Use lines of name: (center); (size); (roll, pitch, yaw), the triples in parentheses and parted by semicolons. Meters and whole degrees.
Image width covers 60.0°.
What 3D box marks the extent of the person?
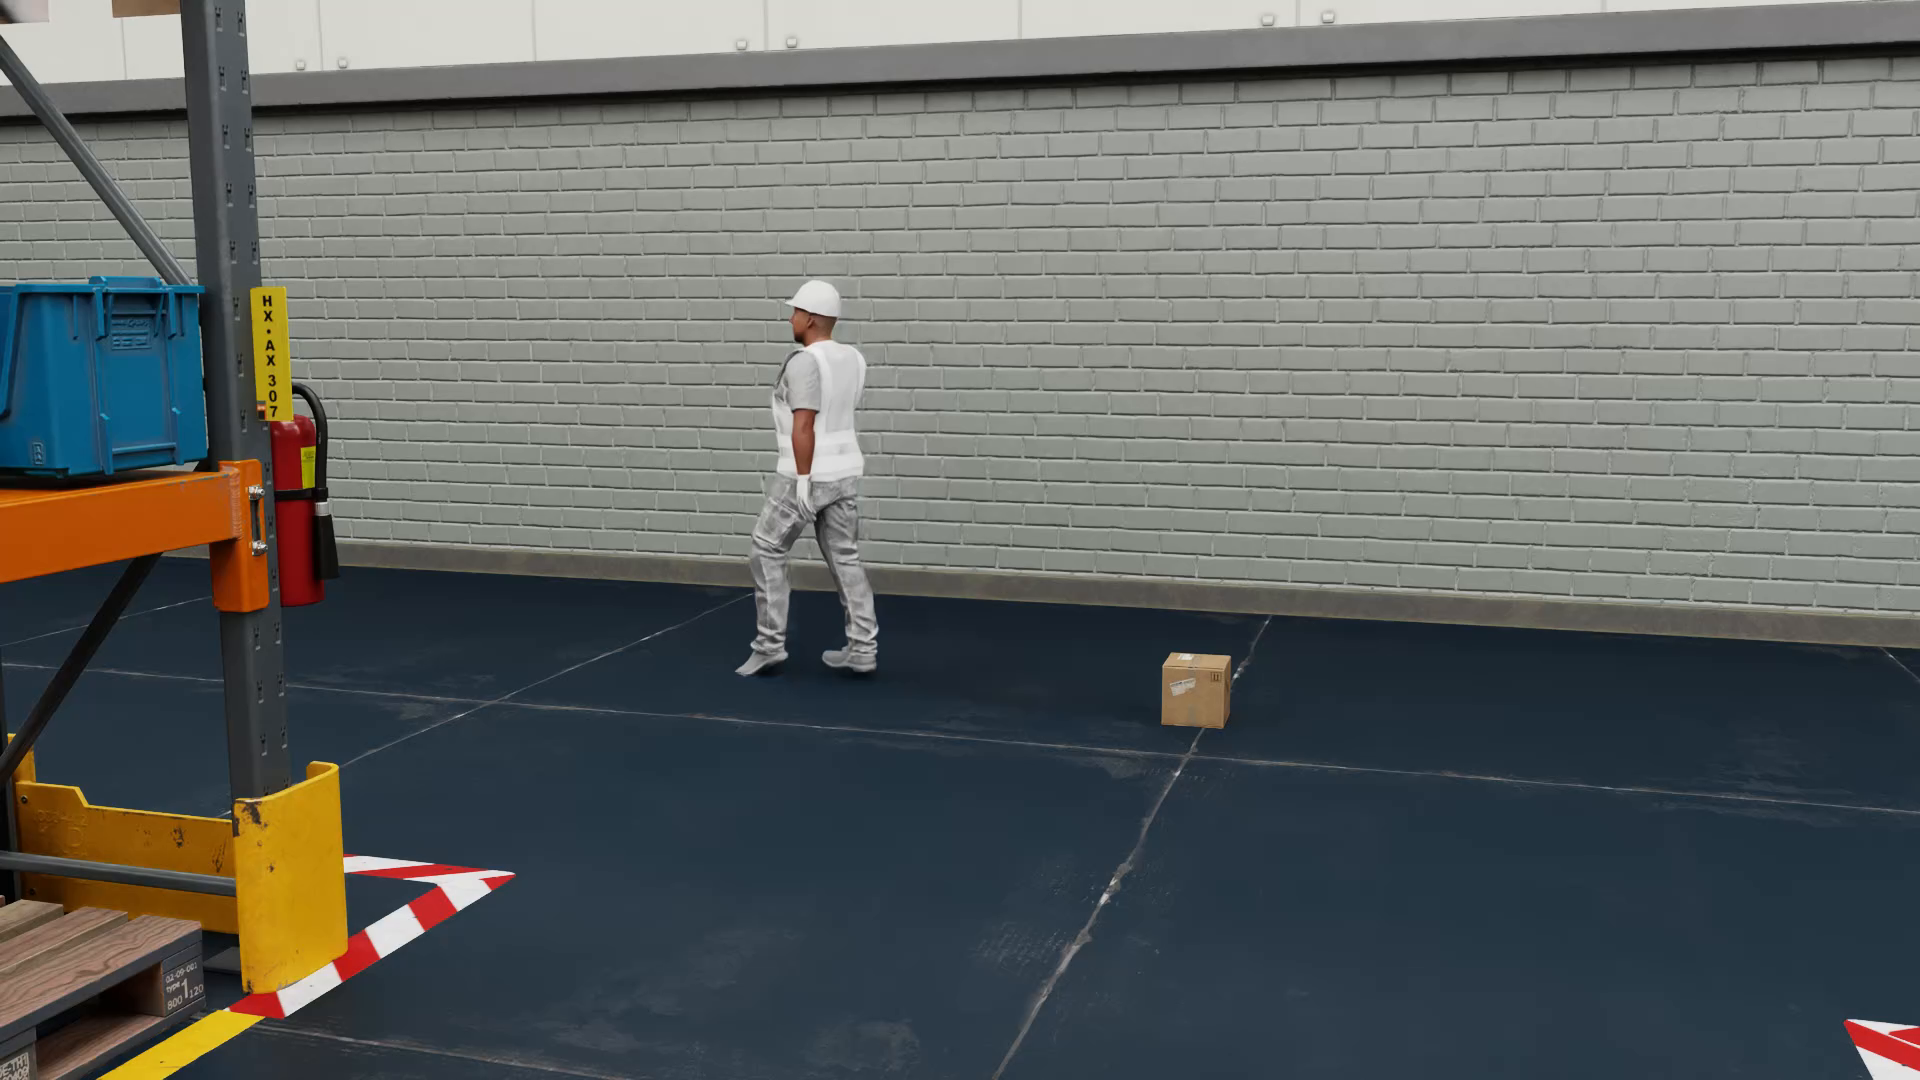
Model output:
person: (-0.688, -0.255, 7.586); (0.666, 1.835, 0.565); (5, 10, 31)
